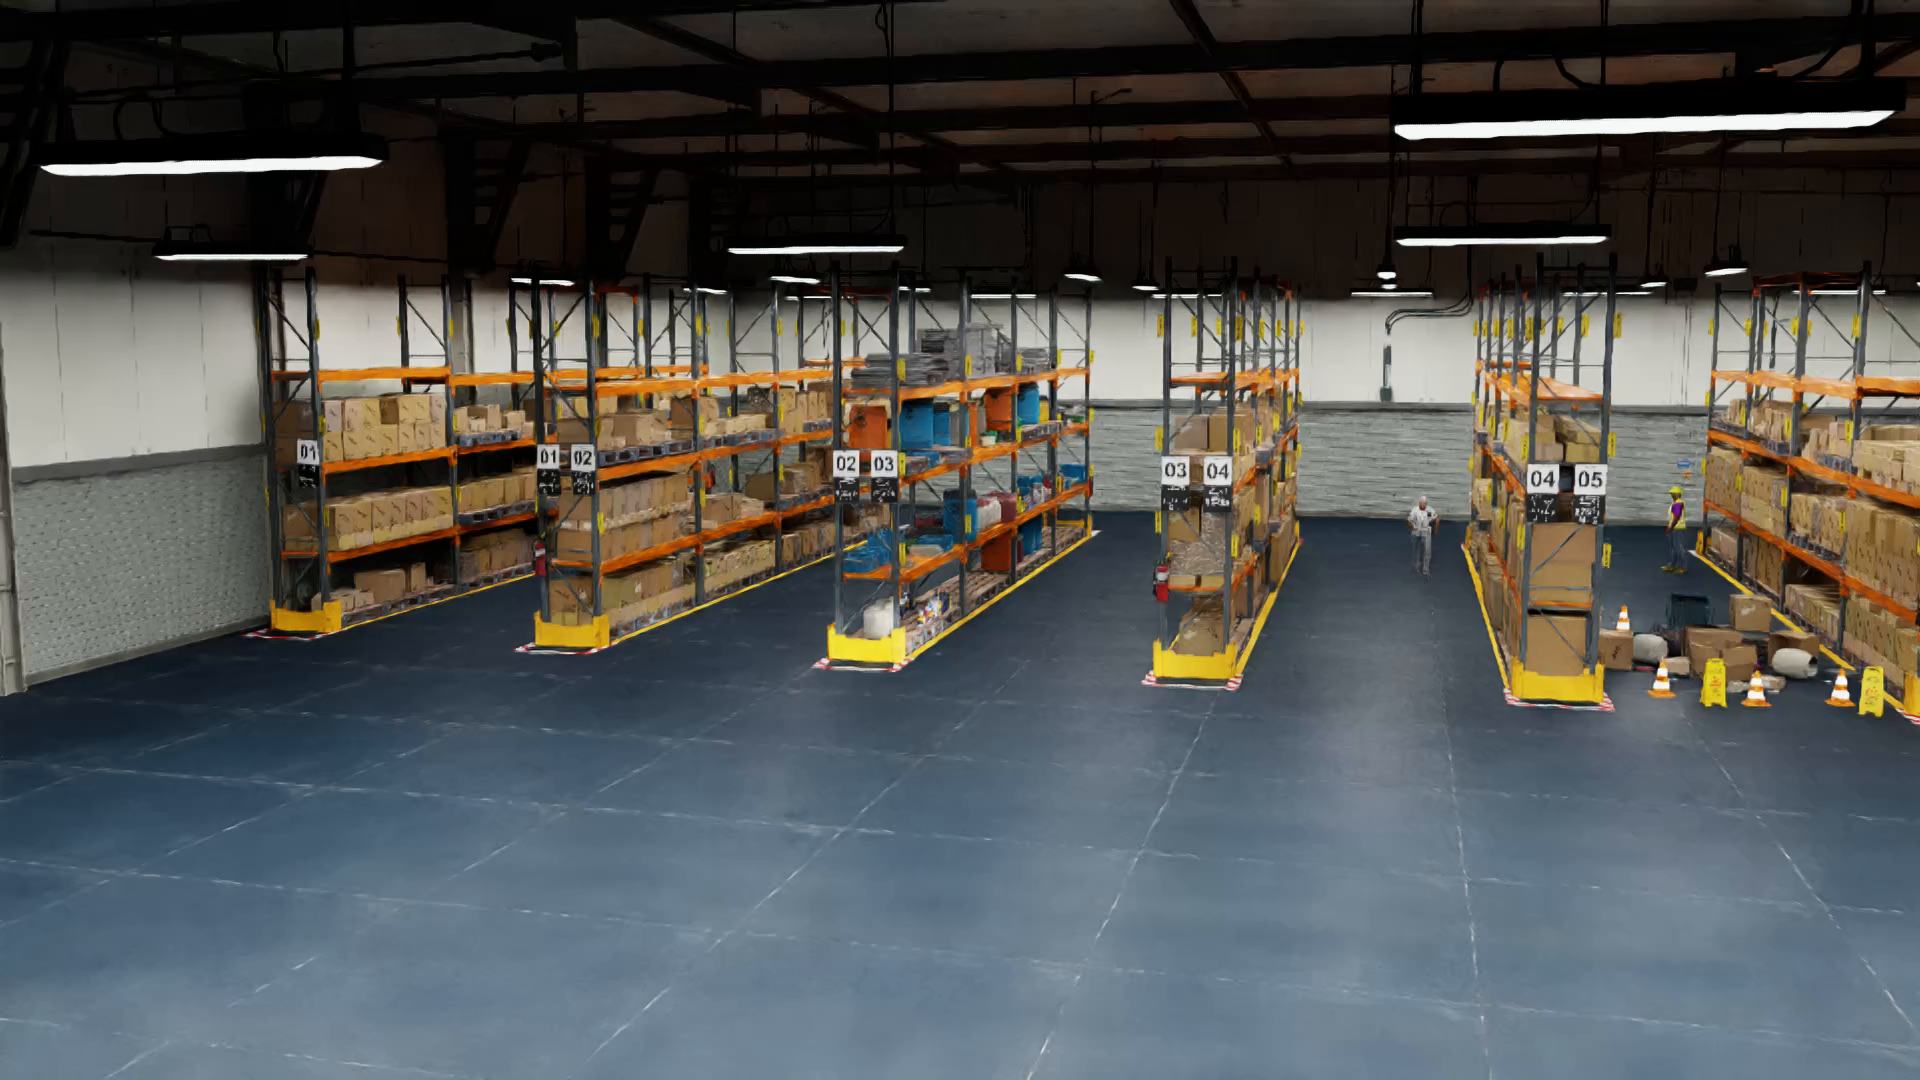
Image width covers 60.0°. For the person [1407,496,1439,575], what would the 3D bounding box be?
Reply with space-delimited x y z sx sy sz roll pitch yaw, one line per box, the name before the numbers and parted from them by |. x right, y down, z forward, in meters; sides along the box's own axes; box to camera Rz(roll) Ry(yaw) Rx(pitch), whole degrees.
person | 9.499 -0.119 34.178 0.627 1.603 0.798 3 8 19

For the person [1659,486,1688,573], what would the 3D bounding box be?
person | 14.805 -0.232 34.416 0.546 1.793 0.633 3 8 25
